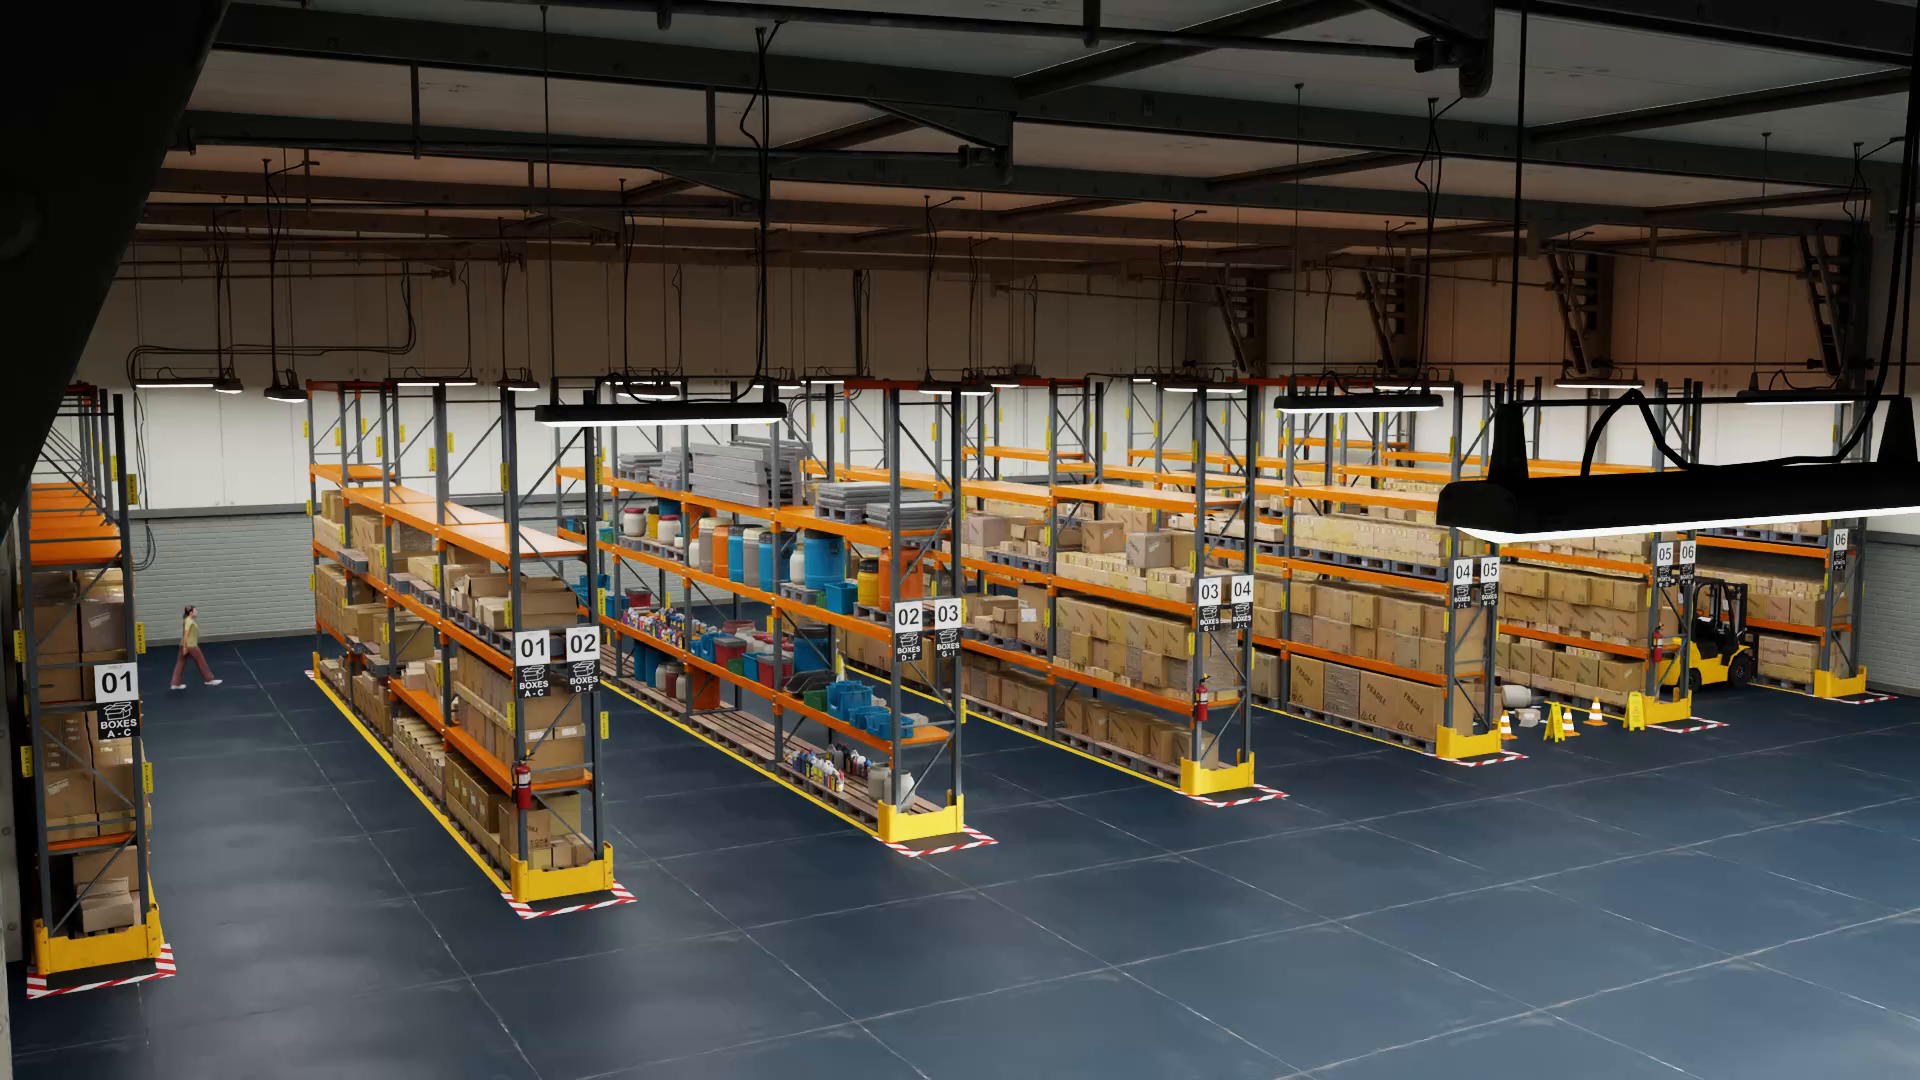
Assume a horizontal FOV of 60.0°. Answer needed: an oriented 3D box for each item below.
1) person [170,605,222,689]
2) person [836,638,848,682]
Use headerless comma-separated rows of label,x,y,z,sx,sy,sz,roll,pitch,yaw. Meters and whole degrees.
person,-14.974,2.059,32.416,0.437,1.605,0.970,4,7,33
person,-2.044,2.354,27.818,0.731,1.554,0.509,5,8,38
